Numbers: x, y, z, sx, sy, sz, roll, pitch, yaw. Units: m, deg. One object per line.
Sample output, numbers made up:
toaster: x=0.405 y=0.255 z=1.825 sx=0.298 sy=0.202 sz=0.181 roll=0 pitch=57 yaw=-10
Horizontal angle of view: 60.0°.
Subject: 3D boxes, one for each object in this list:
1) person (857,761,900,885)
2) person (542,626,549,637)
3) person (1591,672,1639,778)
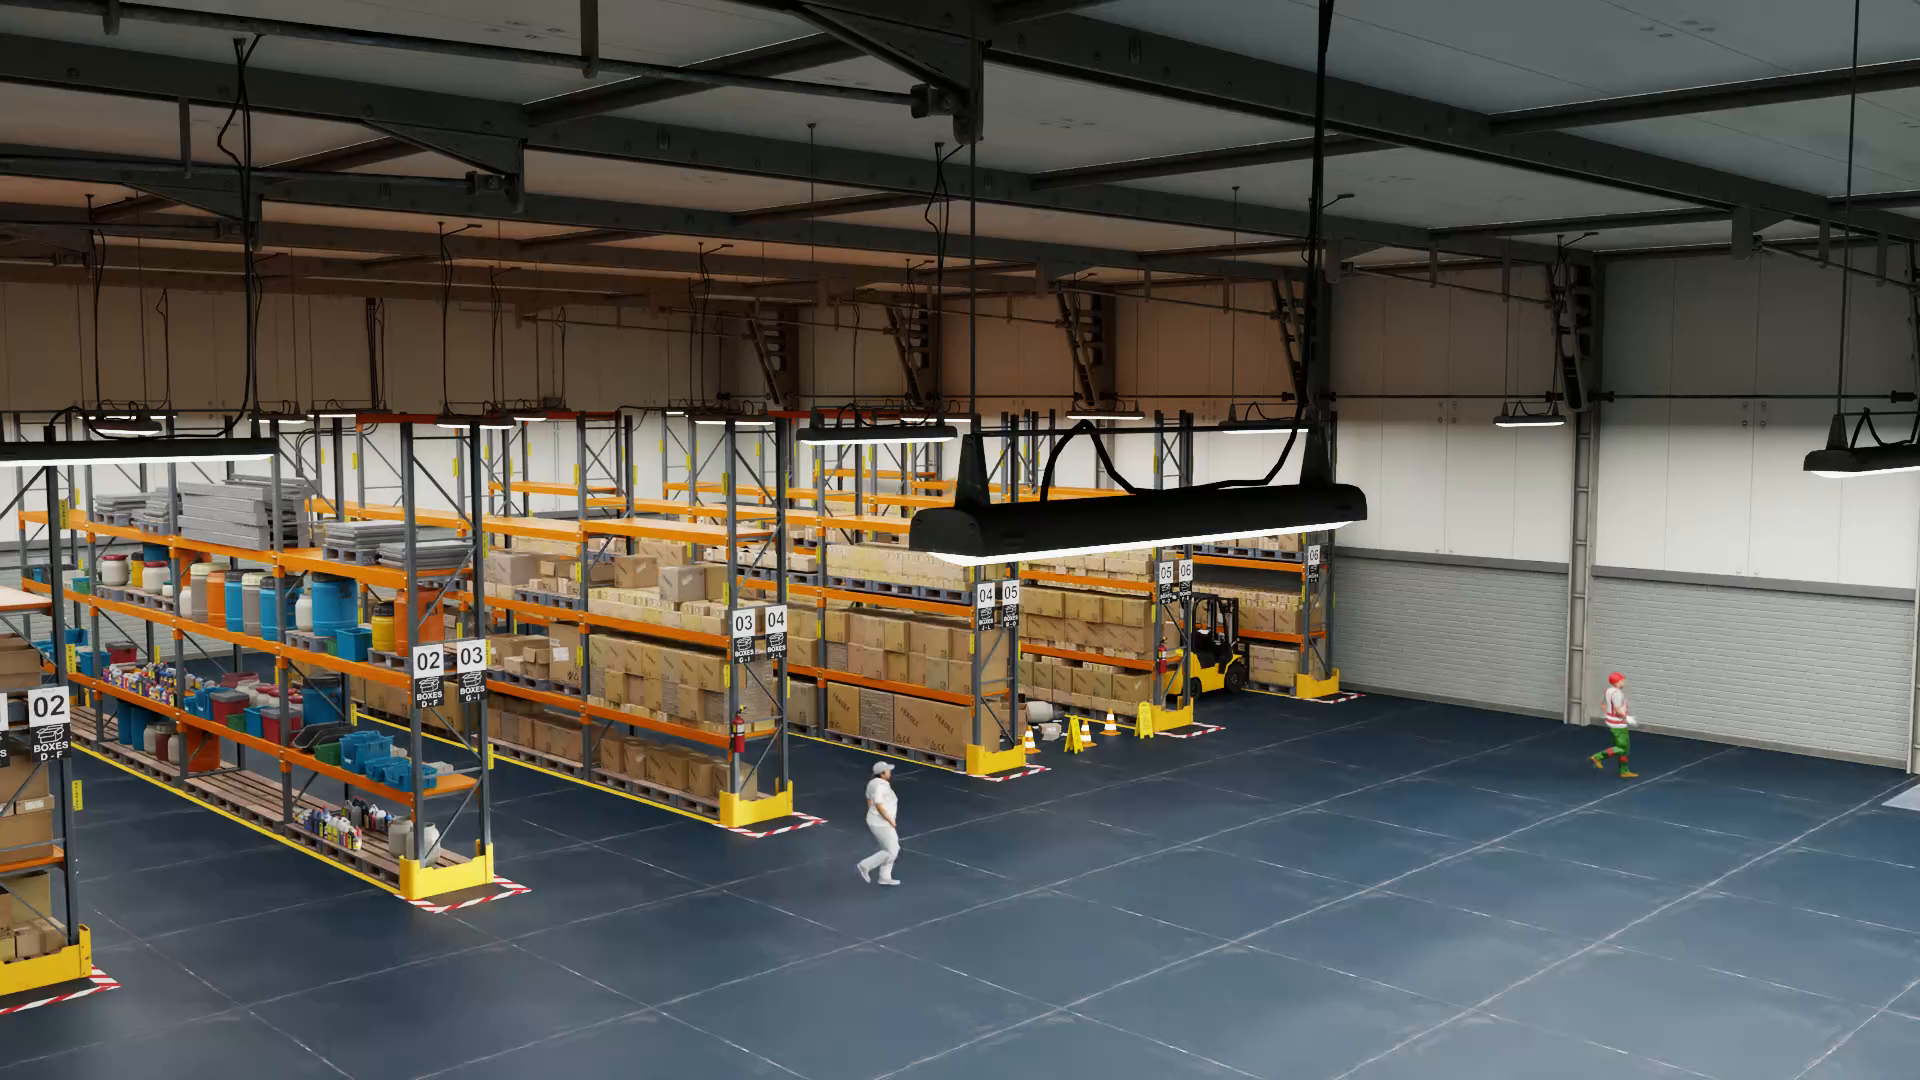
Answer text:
person: x=-1.061 y=3.666 z=21.443 sx=0.597 sy=1.638 sz=0.614 roll=-1 pitch=5 yaw=-14
person: x=-10.024 y=1.952 z=40.698 sx=0.790 sy=1.744 sz=0.699 roll=1 pitch=5 yaw=15
person: x=10.834 y=3.063 z=27.496 sx=0.806 sy=1.757 sz=0.658 roll=0 pitch=5 yaw=3
